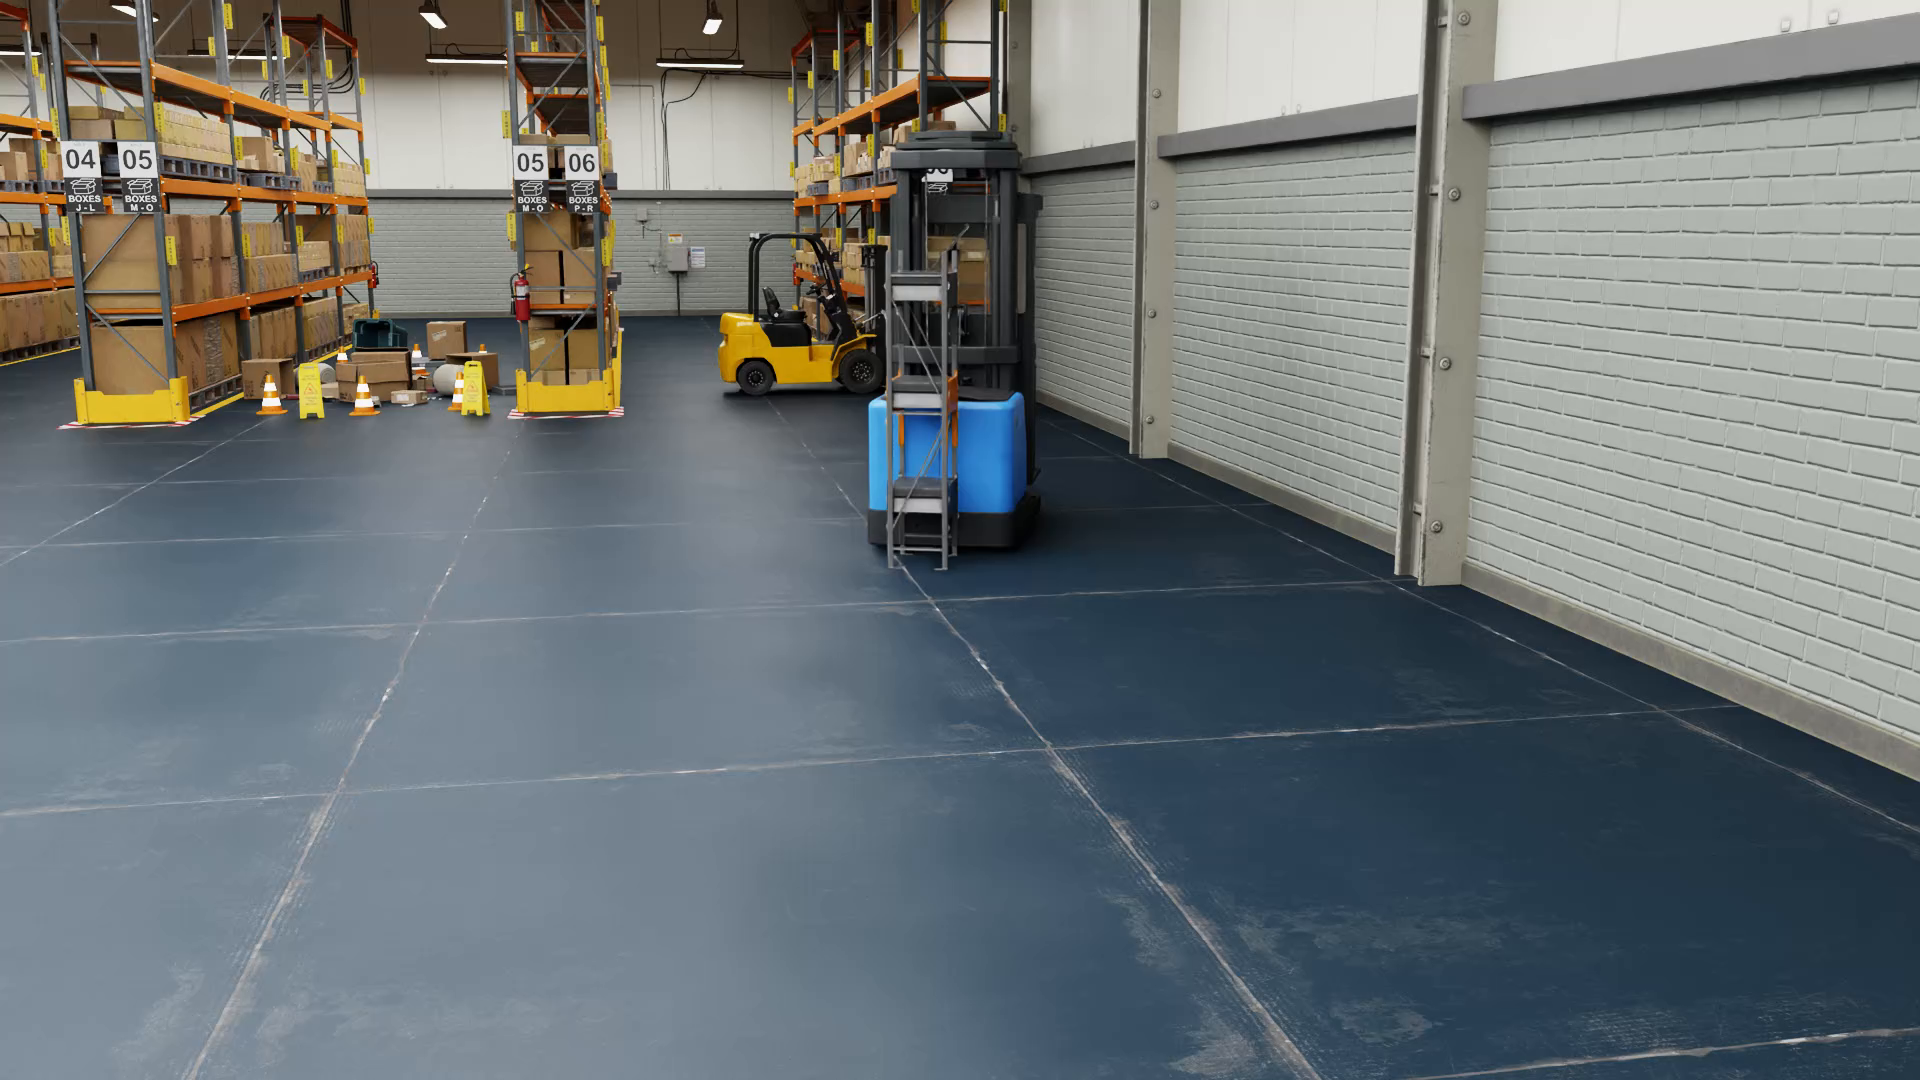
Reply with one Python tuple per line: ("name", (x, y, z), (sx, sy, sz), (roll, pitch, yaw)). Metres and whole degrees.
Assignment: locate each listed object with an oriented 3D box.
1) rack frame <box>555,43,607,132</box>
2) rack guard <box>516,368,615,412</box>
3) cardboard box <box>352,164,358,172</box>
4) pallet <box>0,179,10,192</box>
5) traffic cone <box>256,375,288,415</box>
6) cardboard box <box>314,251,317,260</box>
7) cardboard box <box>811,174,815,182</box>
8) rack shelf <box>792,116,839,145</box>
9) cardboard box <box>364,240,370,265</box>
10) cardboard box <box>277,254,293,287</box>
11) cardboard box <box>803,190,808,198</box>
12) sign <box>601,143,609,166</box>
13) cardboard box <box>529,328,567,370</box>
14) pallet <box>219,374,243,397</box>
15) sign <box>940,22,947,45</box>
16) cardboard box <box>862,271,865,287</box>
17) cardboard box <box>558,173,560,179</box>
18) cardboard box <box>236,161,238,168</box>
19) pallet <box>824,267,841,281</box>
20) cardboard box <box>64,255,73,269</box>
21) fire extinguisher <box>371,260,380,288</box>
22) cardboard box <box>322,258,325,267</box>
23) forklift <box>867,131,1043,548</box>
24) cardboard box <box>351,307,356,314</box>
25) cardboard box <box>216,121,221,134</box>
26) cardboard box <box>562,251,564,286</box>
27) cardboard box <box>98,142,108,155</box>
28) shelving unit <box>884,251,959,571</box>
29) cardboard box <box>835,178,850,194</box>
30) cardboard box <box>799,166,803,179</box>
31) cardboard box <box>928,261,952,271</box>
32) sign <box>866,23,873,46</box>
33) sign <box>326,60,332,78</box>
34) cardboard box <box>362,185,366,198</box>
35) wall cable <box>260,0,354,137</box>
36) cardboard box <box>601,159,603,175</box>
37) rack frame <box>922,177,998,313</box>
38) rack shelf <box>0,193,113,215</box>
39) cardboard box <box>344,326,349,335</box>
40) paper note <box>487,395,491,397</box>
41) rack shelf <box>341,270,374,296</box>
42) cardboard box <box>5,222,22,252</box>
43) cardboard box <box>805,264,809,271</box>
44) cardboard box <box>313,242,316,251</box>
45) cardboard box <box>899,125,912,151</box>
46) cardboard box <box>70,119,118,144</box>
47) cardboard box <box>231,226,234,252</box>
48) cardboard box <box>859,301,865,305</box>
("rack frame", (-7.994, -8.962, 35.216), (1.000, 3.000, 0.127), (-2, 11, -11))
("rack guard", (-4.897, -1.867, 20.667), (1.175, 0.500, 0.348), (-2, 11, -11))
("cardboard box", (-12.317, -7.467, 33.382), (0.380, 0.149, 0.250), (-2, 11, -10))
("pallet", (-16.557, -5.889, 27.600), (1.003, 0.211, 1.213), (-2, 11, -8))
("traffic cone", (-8.429, -1.785, 20.337), (0.336, 0.463, 0.334), (-2, 11, -11))
("cardboard box", (-11.521, -5.005, 29.221), (0.380, 0.149, 0.250), (-2, 11, -11))
("cardboard box", (-2.664, -6.950, 31.949), (0.380, 0.149, 0.250), (-2, 11, -10))
("rack shelf", (-2.737, -8.422, 34.309), (1.077, 0.370, 4.000), (-2, 11, -11))
("cardboard box", (-12.490, -5.939, 34.313), (0.500, 0.500, 0.500), (-2, 11, -10))
("cardboard box", (-10.828, -4.234, 26.152), (0.500, 0.500, 0.500), (-2, 11, -11))
("cardboard box", (-3.036, -7.149, 34.386), (0.380, 0.149, 0.250), (-2, 11, -10))
("sign", (-5.130, -5.563, 23.996), (0.100, 0.325, 0.005), (-2, 11, -11))
("cardboard box", (-5.294, -2.442, 21.230), (0.500, 0.500, 0.500), (-2, 11, -11))
("pallet", (-10.425, -2.104, 22.684), (1.003, 0.211, 1.213), (-2, 11, -11))
("sign", (-0.243, -7.495, 24.585), (0.100, 0.325, 0.005), (-2, 11, -11))
("cardboard box", (-1.250, -4.097, 26.099), (0.500, 0.250, 0.500), (-2, 11, -11))
("cardboard box", (-5.637, -4.910, 22.621), (0.380, 0.149, 0.250), (-2, 11, -13))
("cardboard box", (-10.369, -5.398, 23.484), (0.258, 0.266, 0.396), (-2, 11, -12))
("pallet", (-1.771, -4.757, 29.678), (1.213, 0.211, 1.003), (-2, 11, -11))
("cardboard box", (-16.863, -5.181, 30.999), (0.500, 0.250, 0.500), (-2, 11, -11))
("fire extinguisher", (-12.427, -5.658, 35.107), (0.296, 0.674, 0.183), (-2, 11, -11))
("cardboard box", (-11.683, -5.007, 30.028), (0.380, 0.149, 0.250), (-2, 11, -11))
("forklift", (0.053, -1.611, 12.820), (1.130, 2.935, 3.031), (1, 11, 7))
("cardboard box", (-12.195, -4.539, 32.934), (0.380, 0.149, 0.250), (-2, 11, -11))
("cardboard box", (-10.015, -5.465, 22.014), (0.380, 0.149, 0.250), (-2, 11, -11))
("cardboard box", (-5.445, -3.549, 21.759), (0.500, 0.500, 0.500), (-2, 11, -11))
("cardboard box", (-10.115, -4.536, 19.267), (0.380, 0.149, 0.250), (-2, 11, -11))
("shelving unit", (-0.251, -0.874, 11.174), (0.431, 2.100, 0.503), (1, 11, 7))
("cardboard box", (-1.908, -6.214, 29.202), (0.500, 0.250, 0.500), (-2, 11, -13))
("cardboard box", (-3.095, -7.712, 34.938), (0.500, 0.250, 0.500), (-2, 11, -12))
("cardboard box", (-0.368, -3.392, 21.726), (0.500, 0.500, 0.500), (-2, 11, -12))
("sign", (-1.322, -7.418, 24.395), (0.100, 0.325, 0.005), (-2, 11, -11))
("sign", (-11.509, -8.588, 30.328), (0.100, 0.325, 0.005), (-2, 11, -11))
("cardboard box", (-12.482, -7.143, 34.080), (0.500, 0.250, 0.500), (-2, 11, -12))
("wall cable", (-15.434, -11.345, 39.129), (2.277, 5.999, 0.120), (-2, 11, -11))
("cardboard box", (-5.211, -5.196, 23.059), (0.500, 0.250, 0.500), (-2, 11, -12))
("rack frame", (-0.014, -3.262, 21.312), (1.000, 3.000, 0.127), (-2, 11, -11))
("rack shelf", (-17.326, -6.408, 31.744), (1.077, 0.370, 4.000), (-2, 11, -11))
("cardboard box", (-11.808, -3.967, 31.519), (0.380, 0.149, 0.250), (-3, 11, -13))
("paper note", (-6.367, -1.931, 22.261), (0.142, 0.019, 0.148), (-6, 13, -31))
("rack shelf", (-12.441, -5.096, 32.874), (1.077, 0.370, 4.000), (-2, 11, -11))
("cardboard box", (-16.683, -5.220, 28.649), (0.797, 0.503, 0.637), (-2, 11, -10))
("cardboard box", (-3.058, -5.717, 34.883), (0.380, 0.149, 0.250), (-2, 11, -10))
("cardboard box", (-11.530, -5.153, 29.203), (0.380, 0.149, 0.250), (-3, 11, -14))
("cardboard box", (-0.441, -5.304, 22.359), (0.700, 0.500, 0.500), (-2, 11, -11))
("cardboard box", (-10.088, -4.763, 19.392), (0.500, 0.250, 0.500), (-2, 11, -10))
("cardboard box", (-10.458, -4.151, 22.694), (0.875, 0.550, 0.550), (-2, 11, -11))
("cardboard box", (-1.670, -4.368, 30.952), (0.380, 0.149, 0.250), (-2, 11, -11))
